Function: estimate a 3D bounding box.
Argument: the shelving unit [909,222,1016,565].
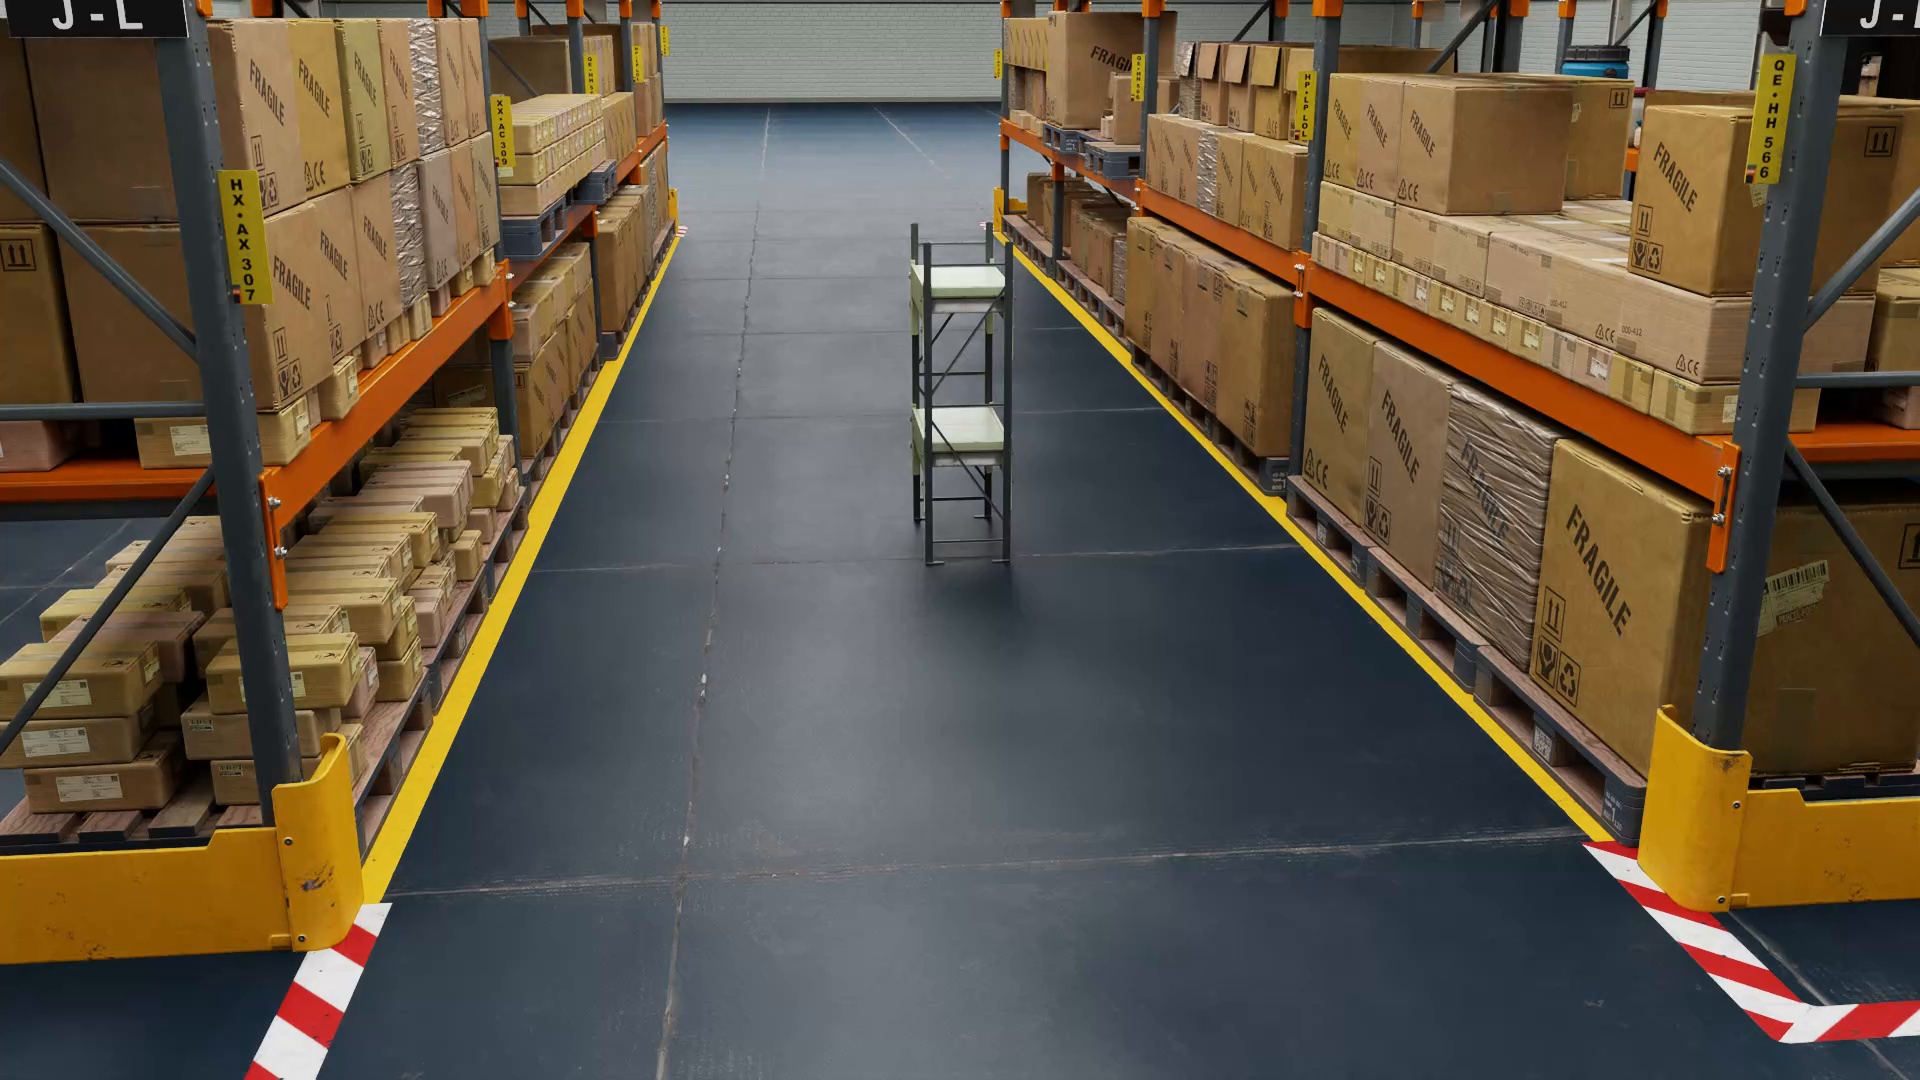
[{"bbox_3d":[-0.001,-0.718,7.959,0.431,1.500,0.755,-2,18,-6],"label":"shelving unit"}]

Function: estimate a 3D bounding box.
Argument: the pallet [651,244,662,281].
[{"bbox_3d":[-3.538,-2.787,16.701,1.003,0.211,1.213,-2,18,-6],"label":"pallet"}]

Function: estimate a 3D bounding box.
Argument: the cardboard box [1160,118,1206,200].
[{"bbox_3d":[1.654,-2.560,11.158,0.500,0.500,0.500,-2,18,-7],"label":"cardboard box"}]

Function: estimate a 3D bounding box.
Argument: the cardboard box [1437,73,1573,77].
[{"bbox_3d":[2.545,-1.927,7.810,0.500,0.500,0.500,-1,17,-4],"label":"cardboard box"}]

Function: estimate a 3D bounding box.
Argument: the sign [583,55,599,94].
[{"bbox_3d":[-2.586,-3.231,11.659,0.100,0.325,0.005,-2,18,-6],"label":"sign"}]

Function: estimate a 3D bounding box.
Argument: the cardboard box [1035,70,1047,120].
[{"bbox_3d":[1.253,-4.633,17.262,0.875,0.500,0.500,-2,18,-6],"label":"cardboard box"}]

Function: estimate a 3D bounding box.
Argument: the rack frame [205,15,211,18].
[{"bbox_3d":[-8.863,-4.897,18.767,1.000,3.000,0.127,-2,18,-6],"label":"rack frame"}]

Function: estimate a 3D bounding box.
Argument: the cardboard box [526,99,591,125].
[{"bbox_3d":[-2.536,-2.697,10.483,0.380,0.149,0.250,-1,17,-4],"label":"cardboard box"}]

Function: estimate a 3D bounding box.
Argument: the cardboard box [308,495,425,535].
[{"bbox_3d":[-2.292,-0.067,6.448,0.380,0.149,0.250,-2,18,-6],"label":"cardboard box"}]

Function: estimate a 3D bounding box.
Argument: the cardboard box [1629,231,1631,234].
[{"bbox_3d":[2.755,-0.962,5.988,0.500,0.250,0.500,-2,18,-7],"label":"cardboard box"}]

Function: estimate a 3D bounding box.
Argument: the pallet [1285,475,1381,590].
[{"bbox_3d":[2.232,-0.068,8.043,1.003,0.211,1.213,-2,18,-6],"label":"pallet"}]

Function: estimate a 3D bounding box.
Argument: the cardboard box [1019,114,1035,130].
[{"bbox_3d":[0.844,-4.541,18.053,0.380,0.149,0.250,-2,18,-6],"label":"cardboard box"}]

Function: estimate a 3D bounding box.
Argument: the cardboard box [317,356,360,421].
[{"bbox_3d":[-2.049,-0.456,5.041,0.380,0.149,0.250,-2,18,-7],"label":"cardboard box"}]

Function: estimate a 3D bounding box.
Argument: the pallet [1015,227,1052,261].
[{"bbox_3d":[1.173,-3.244,18.158,1.003,0.211,1.213,-2,18,-6],"label":"pallet"}]

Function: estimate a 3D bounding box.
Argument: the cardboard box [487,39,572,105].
[{"bbox_3d":[-3.161,-3.355,12.020,0.700,0.500,0.500,-2,18,-6],"label":"cardboard box"}]

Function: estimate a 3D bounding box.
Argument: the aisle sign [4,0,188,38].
[{"bbox_3d":[-1.994,-1.541,3.737,0.394,0.787,0.004,-2,18,-6],"label":"aisle sign"}]

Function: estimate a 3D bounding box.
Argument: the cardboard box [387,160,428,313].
[{"bbox_3d":[-2.248,-1.102,6.014,0.500,0.500,0.500,-2,18,-7],"label":"cardboard box"}]

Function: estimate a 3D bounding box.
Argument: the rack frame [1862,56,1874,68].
[{"bbox_3d":[6.746,-2.973,12.638,1.000,3.000,0.127,-2,18,-6],"label":"rack frame"}]

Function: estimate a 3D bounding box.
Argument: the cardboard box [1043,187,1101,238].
[{"bbox_3d":[1.196,-3.492,17.765,0.500,0.500,0.500,-3,18,-11],"label":"cardboard box"}]

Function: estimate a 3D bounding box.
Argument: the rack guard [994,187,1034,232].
[{"bbox_3d":[1.002,-3.988,20.044,1.175,0.500,0.348,-2,18,-6],"label":"rack guard"}]

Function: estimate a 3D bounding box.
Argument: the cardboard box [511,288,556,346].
[{"bbox_3d":[-2.583,-1.257,9.394,0.500,0.250,0.500,-1,17,-4],"label":"cardboard box"}]

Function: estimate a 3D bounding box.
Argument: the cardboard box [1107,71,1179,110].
[{"bbox_3d":[1.677,-3.747,14.232,0.797,0.503,0.637,0,17,0],"label":"cardboard box"}]

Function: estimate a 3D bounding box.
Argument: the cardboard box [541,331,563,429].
[{"bbox_3d":[-2.581,-0.898,9.503,0.500,0.500,0.500,-1,17,-3],"label":"cardboard box"}]

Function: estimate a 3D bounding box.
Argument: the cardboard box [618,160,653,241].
[{"bbox_3d":[-3.533,-3.264,16.413,0.875,0.875,0.875,-2,17,-5],"label":"cardboard box"}]

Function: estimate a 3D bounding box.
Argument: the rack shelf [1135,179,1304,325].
[{"bbox_3d":[2.025,-1.880,10.360,1.077,0.370,4.000,-2,18,-6],"label":"rack shelf"}]

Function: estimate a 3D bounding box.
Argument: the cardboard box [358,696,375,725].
[{"bbox_3d":[-2.176,0.532,5.534,0.380,0.149,0.250,-2,17,-5],"label":"cardboard box"}]

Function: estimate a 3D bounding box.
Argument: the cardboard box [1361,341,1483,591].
[{"bbox_3d":[2.313,-0.347,7.121,0.875,0.875,0.875,-2,18,-6],"label":"cardboard box"}]

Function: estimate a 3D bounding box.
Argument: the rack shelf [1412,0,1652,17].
[{"bbox_3d":[6.127,-5.848,17.990,1.077,0.370,4.000,-2,18,-6],"label":"rack shelf"}]

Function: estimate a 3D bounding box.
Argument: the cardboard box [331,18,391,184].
[{"bbox_3d":[-2.172,-1.427,5.383,0.500,0.500,0.500,-2,18,-7],"label":"cardboard box"}]

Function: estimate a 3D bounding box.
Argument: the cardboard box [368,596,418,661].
[{"bbox_3d":[-2.102,0.308,5.751,0.380,0.149,0.250,-1,17,-4],"label":"cardboard box"}]

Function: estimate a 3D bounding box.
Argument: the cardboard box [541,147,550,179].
[{"bbox_3d":[-2.324,-1.936,8.557,0.380,0.149,0.250,-2,18,-7],"label":"cardboard box"}]

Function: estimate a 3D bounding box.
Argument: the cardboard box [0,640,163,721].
[{"bbox_3d":[-2.606,0.413,4.918,0.380,0.149,0.250,-2,17,-5],"label":"cardboard box"}]

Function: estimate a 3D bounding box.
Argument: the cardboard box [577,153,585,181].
[{"bbox_3d":[-2.490,-2.262,10.092,0.380,0.149,0.250,-1,17,-4],"label":"cardboard box"}]

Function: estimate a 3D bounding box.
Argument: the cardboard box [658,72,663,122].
[{"bbox_3d":[-3.867,-5.042,18.980,0.875,0.550,0.550,-2,18,-6],"label":"cardboard box"}]

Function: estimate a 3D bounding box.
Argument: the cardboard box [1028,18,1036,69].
[{"bbox_3d":[0.983,-5.101,17.086,0.500,0.500,0.500,-2,18,-6],"label":"cardboard box"}]

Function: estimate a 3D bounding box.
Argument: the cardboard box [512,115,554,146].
[{"bbox_3d":[-2.354,-2.160,8.774,0.380,0.149,0.250,-2,18,-5],"label":"cardboard box"}]

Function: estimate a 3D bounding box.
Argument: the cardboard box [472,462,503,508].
[{"bbox_3d":[-2.278,-0.243,7.506,0.380,0.149,0.250,-2,18,-8],"label":"cardboard box"}]

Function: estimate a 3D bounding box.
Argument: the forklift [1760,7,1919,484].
[{"bbox_3d":[4.588,-1.557,8.245,1.130,2.935,3.031,-2,18,-7],"label":"forklift"}]

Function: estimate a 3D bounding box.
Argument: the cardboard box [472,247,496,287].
[{"bbox_3d":[-2.315,-1.234,7.518,0.380,0.149,0.250,-2,18,-7],"label":"cardboard box"}]

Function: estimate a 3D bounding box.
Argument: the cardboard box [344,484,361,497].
[{"bbox_3d":[-2.792,-0.144,7.191,0.380,0.149,0.250,-3,18,-8],"label":"cardboard box"}]

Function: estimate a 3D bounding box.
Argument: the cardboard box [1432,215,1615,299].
[{"bbox_3d":[2.168,-1.100,6.428,0.500,0.250,0.500,-2,18,-6],"label":"cardboard box"}]

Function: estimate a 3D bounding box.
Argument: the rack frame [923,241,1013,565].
[{"bbox_3d":[0.037,-0.609,7.611,0.400,1.500,0.023,-2,18,-6],"label":"rack frame"}]

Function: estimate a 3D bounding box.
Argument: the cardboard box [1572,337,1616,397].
[{"bbox_3d":[2.226,-0.565,5.387,0.380,0.149,0.250,-2,18,-6],"label":"cardboard box"}]

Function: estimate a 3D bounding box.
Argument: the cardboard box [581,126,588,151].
[{"bbox_3d":[-2.513,-2.479,10.288,0.380,0.149,0.250,-2,18,-6],"label":"cardboard box"}]

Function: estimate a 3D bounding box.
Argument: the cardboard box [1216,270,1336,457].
[{"bbox_3d":[2.146,-1.004,9.215,1.225,0.875,0.875,-2,18,-5],"label":"cardboard box"}]

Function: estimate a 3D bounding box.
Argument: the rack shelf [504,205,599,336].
[{"bbox_3d":[-2.919,-1.757,9.968,1.077,0.370,4.000,-2,18,-6],"label":"rack shelf"}]

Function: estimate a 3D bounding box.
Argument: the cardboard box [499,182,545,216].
[{"bbox_3d":[-2.295,-1.717,8.356,0.380,0.149,0.250,-3,18,-8],"label":"cardboard box"}]

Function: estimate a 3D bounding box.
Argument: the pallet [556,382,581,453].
[{"bbox_3d":[-2.923,-0.770,10.279,1.003,0.211,1.213,-2,18,-6],"label":"pallet"}]

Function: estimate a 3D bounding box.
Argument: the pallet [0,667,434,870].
[{"bbox_3d":[-2.356,0.752,5.430,1.003,0.211,1.213,-2,18,-6],"label":"pallet"}]

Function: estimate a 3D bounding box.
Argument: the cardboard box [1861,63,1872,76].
[{"bbox_3d":[10.752,-5.513,19.481,0.380,0.149,0.250,-2,18,-6],"label":"cardboard box"}]

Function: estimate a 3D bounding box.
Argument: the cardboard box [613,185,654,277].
[{"bbox_3d":[-3.384,-2.833,15.248,1.050,0.750,0.750,-2,18,-6],"label":"cardboard box"}]

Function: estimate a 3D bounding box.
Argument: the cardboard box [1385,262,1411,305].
[{"bbox_3d":[2.042,-1.098,7.087,0.380,0.149,0.250,-2,18,-6],"label":"cardboard box"}]

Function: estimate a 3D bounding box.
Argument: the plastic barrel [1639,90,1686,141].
[{"bbox_3d":[6.289,-3.719,14.787,0.433,0.535,0.433,0,17,0],"label":"plastic barrel"}]

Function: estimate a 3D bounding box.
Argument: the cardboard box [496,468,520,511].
[{"bbox_3d":[-2.333,-0.239,7.987,0.380,0.149,0.250,-2,17,-5],"label":"cardboard box"}]

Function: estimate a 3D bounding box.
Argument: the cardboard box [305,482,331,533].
[{"bbox_3d":[-2.734,-0.128,6.642,0.380,0.149,0.250,-3,18,-8],"label":"cardboard box"}]

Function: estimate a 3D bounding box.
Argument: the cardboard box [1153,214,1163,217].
[{"bbox_3d":[1.720,-2.393,12.979,0.500,0.250,0.500,-1,17,-3],"label":"cardboard box"}]
